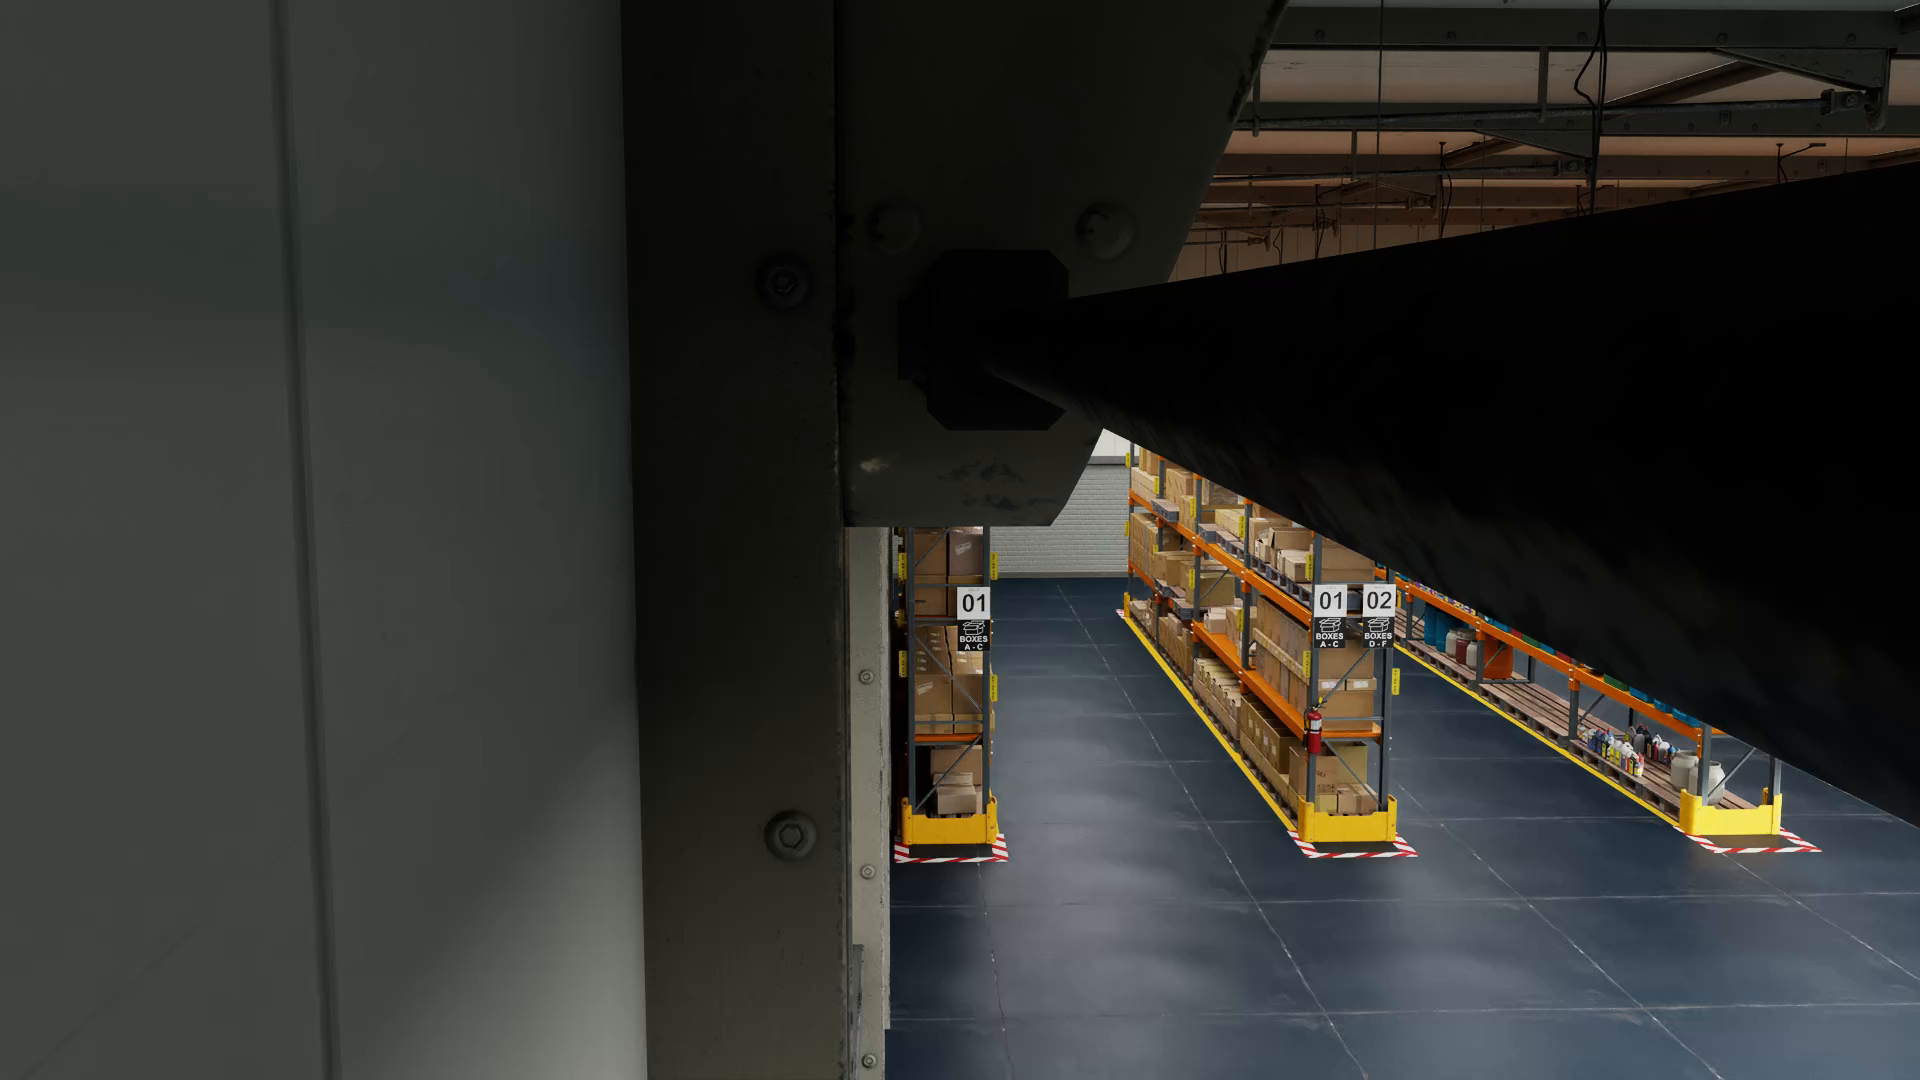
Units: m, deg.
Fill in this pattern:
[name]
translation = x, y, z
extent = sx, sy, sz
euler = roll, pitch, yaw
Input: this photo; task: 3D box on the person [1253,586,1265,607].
[person]
translation = 6.234, 1.064, 34.556
extent = 0.682, 1.746, 0.952
euler = -2, 8, -14
